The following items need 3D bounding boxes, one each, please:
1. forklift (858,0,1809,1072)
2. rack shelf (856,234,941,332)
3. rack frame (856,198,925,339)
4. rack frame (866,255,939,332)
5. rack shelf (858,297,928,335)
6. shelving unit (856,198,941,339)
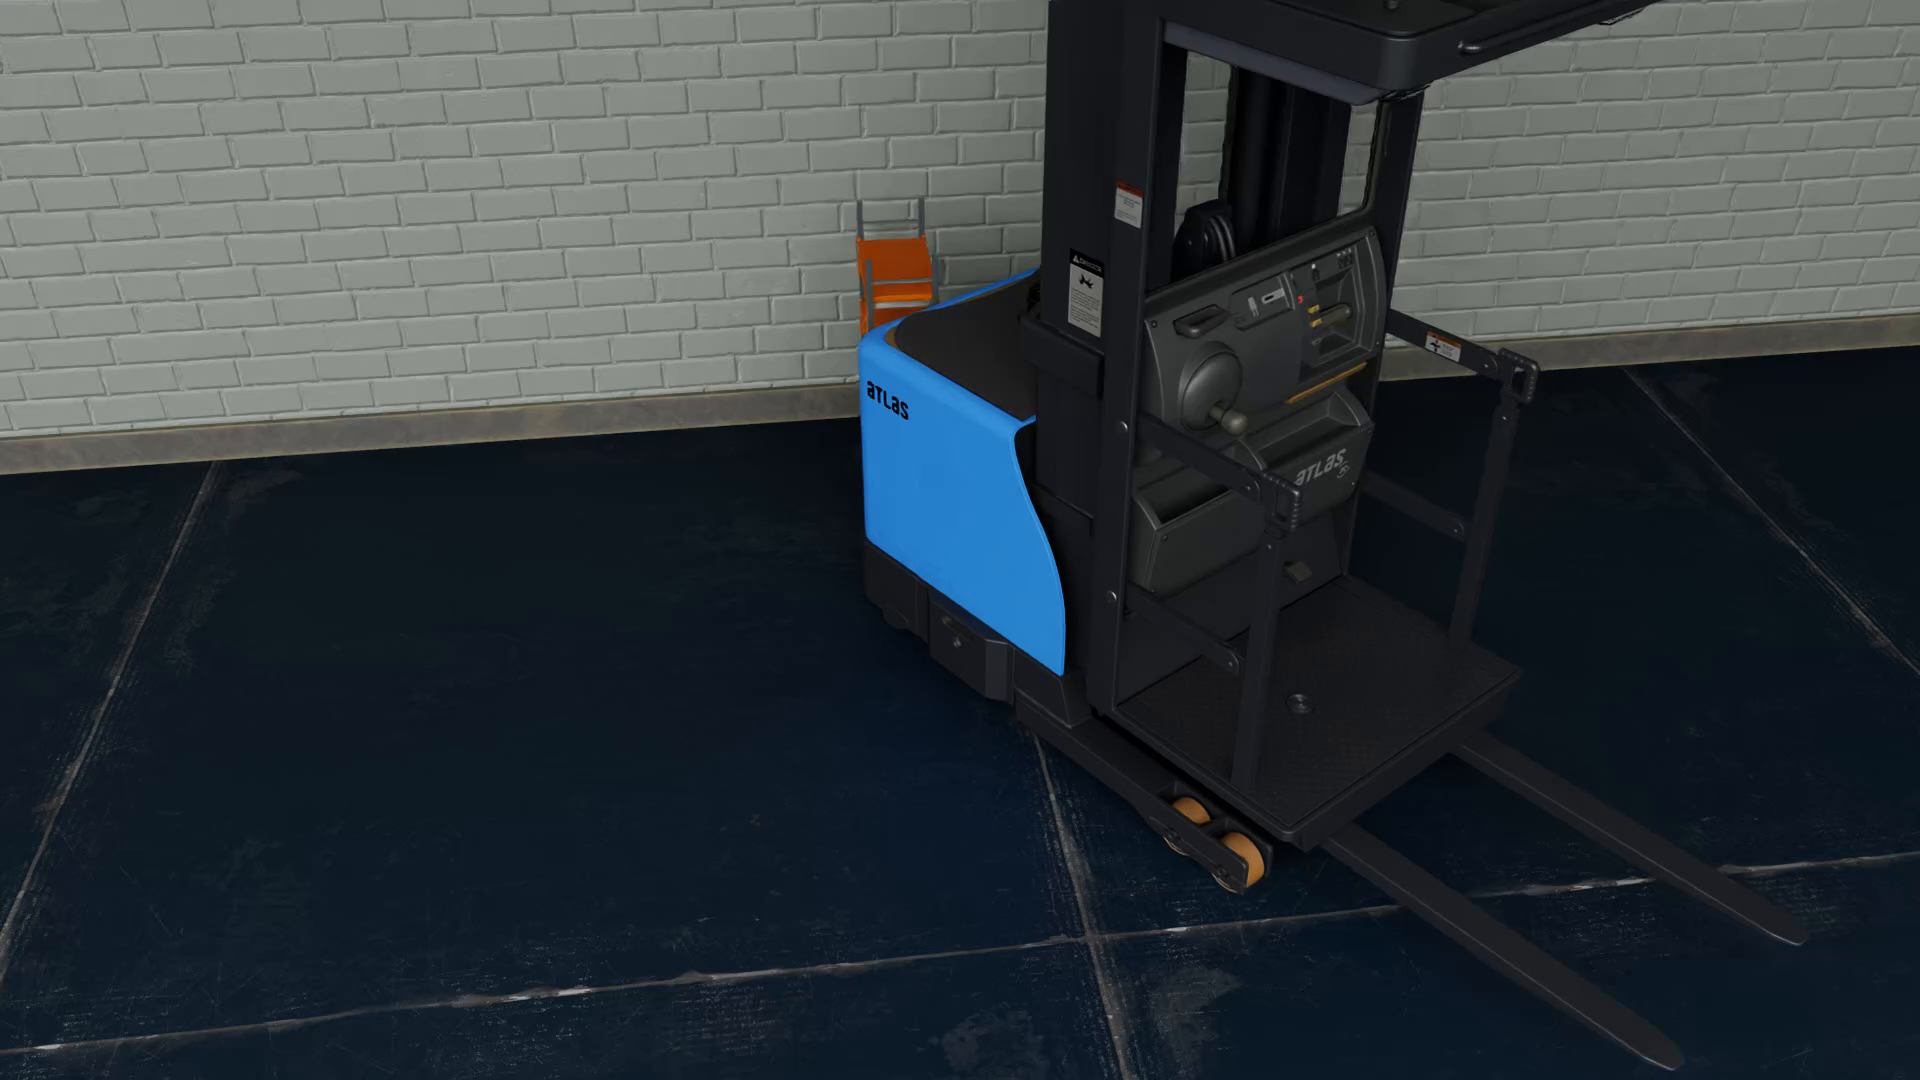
[{"bbox_3d":[0.989,-0.526,4.420,1.130,2.935,3.031,-25,42,-32],"label":"forklift"},{"bbox_3d":[-0.219,-0.896,5.801,0.258,0.148,0.480,-4,34,-5],"label":"rack shelf"},{"bbox_3d":[-0.247,-0.707,6.222,0.240,1.200,0.015,-4,34,-5],"label":"rack frame"},{"bbox_3d":[-0.191,-0.434,5.822,0.240,1.200,0.015,-4,34,-5],"label":"rack frame"},{"bbox_3d":[-0.219,-0.700,5.934,0.258,0.148,0.480,-4,34,-5],"label":"rack shelf"},{"bbox_3d":[-0.219,-0.571,6.022,0.258,1.200,0.503,-4,34,-5],"label":"shelving unit"}]
